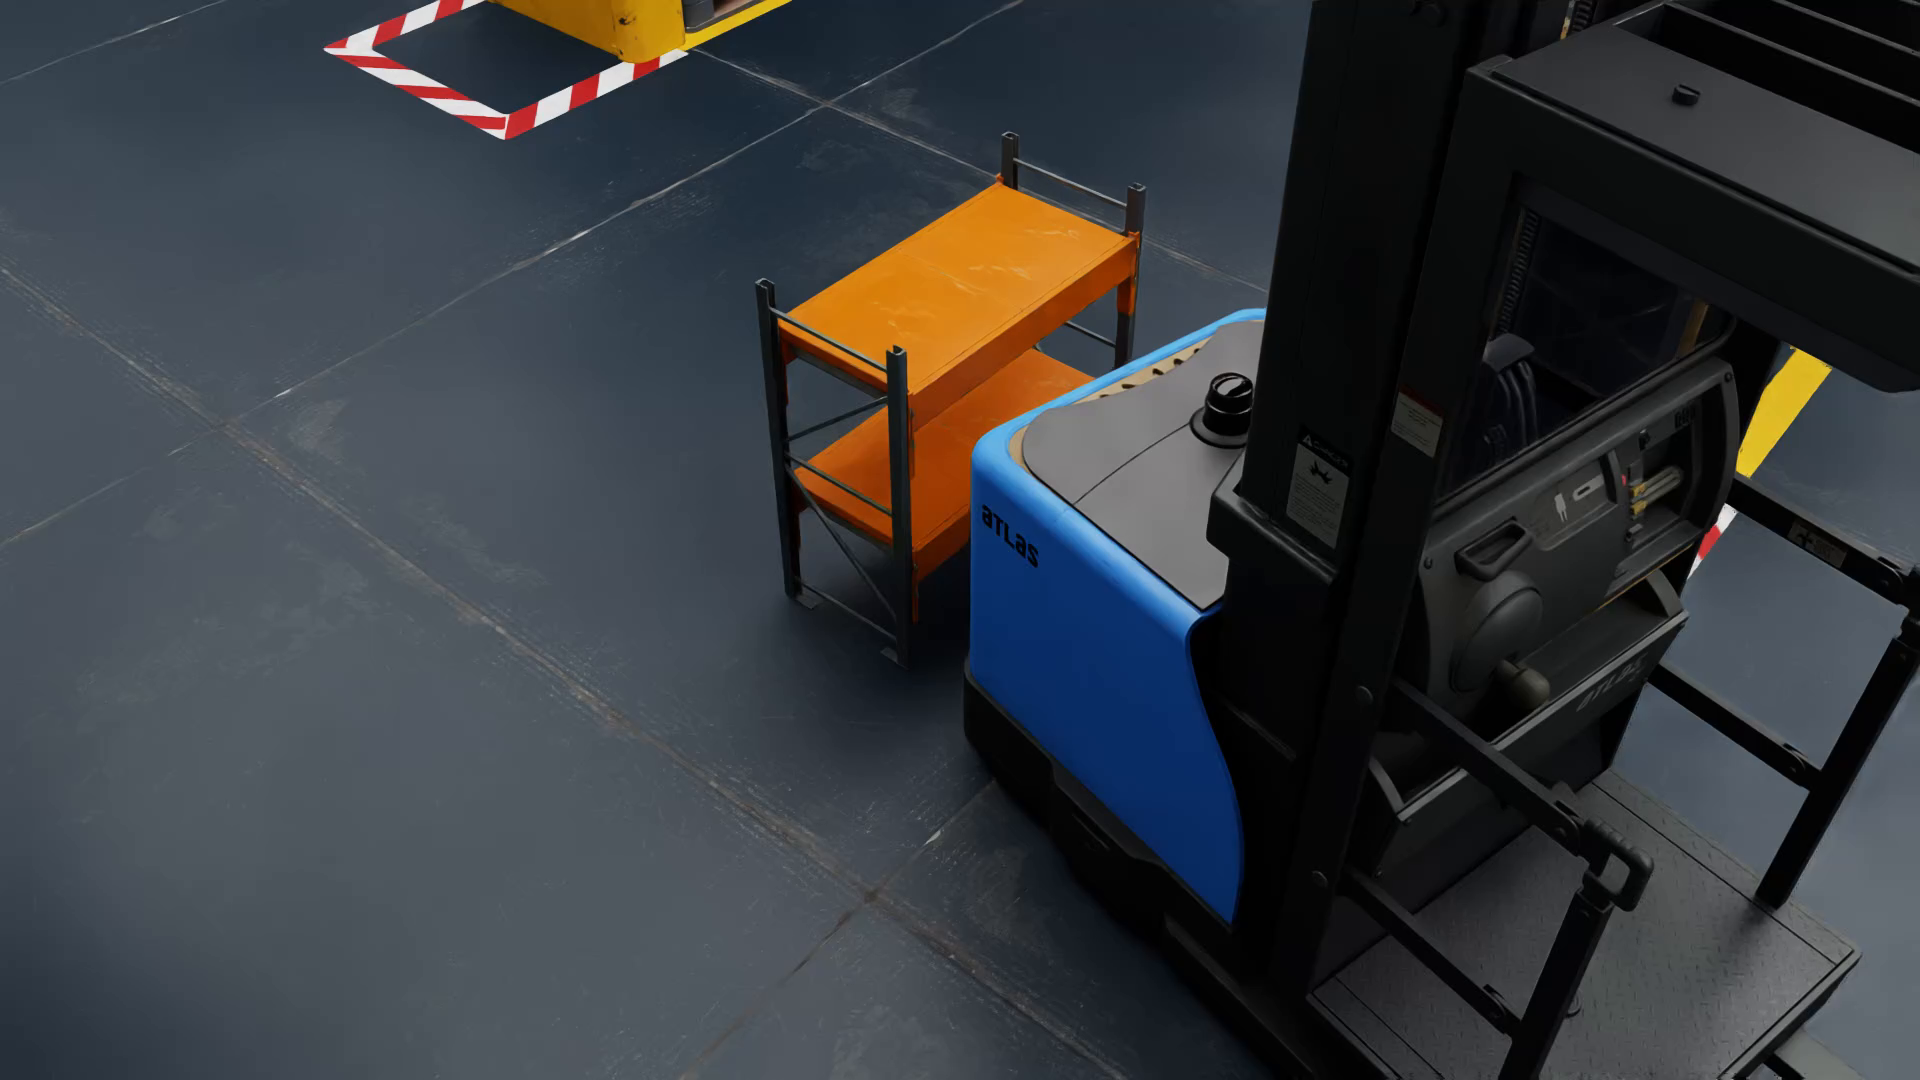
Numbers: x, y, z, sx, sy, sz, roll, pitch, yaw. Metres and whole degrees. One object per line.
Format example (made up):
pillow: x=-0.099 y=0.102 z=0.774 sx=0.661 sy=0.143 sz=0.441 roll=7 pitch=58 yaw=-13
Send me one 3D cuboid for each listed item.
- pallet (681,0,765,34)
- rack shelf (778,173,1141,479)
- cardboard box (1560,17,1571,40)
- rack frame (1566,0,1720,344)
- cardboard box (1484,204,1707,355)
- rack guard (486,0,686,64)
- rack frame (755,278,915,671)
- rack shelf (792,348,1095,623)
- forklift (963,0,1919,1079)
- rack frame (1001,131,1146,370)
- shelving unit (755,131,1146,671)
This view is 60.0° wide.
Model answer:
pallet: x=-1.272 y=-2.997 z=8.389 sx=1.003 sy=0.211 sz=1.213 roll=29 pitch=50 yaw=28
rack shelf: x=-0.004 y=-0.629 z=4.671 sx=0.538 sy=0.278 sz=1.000 roll=29 pitch=50 yaw=28
cardboard box: x=1.837 y=-1.620 z=4.989 sx=0.380 sy=0.149 sz=0.250 roll=30 pitch=50 yaw=29
rack frame: x=1.860 y=-1.387 z=4.546 sx=1.000 sy=3.000 sz=0.127 roll=29 pitch=50 yaw=28
cardboard box: x=2.211 y=-1.121 z=5.520 sx=0.875 sy=0.875 sz=0.875 roll=29 pitch=50 yaw=28
rack guard: x=-1.822 y=-2.701 z=7.849 sx=1.175 sy=0.500 sz=0.348 roll=29 pitch=50 yaw=28
rack frame: x=-0.331 y=-0.151 z=4.580 sx=0.500 sy=1.125 sz=0.032 roll=29 pitch=50 yaw=28
rack shelf: x=-0.004 y=-0.232 z=5.032 sx=0.538 sy=0.278 sz=1.000 roll=29 pitch=50 yaw=28
forklift: x=1.302 y=0.064 z=3.001 sx=1.130 sy=2.935 sz=3.031 roll=-27 pitch=49 yaw=-27
rack frame: x=0.323 y=-0.674 z=5.156 sx=0.500 sy=1.125 sz=0.032 roll=29 pitch=50 yaw=28
shelving unit: x=-0.004 y=-0.413 z=4.868 sx=0.538 sy=1.125 sz=1.048 roll=29 pitch=50 yaw=28
